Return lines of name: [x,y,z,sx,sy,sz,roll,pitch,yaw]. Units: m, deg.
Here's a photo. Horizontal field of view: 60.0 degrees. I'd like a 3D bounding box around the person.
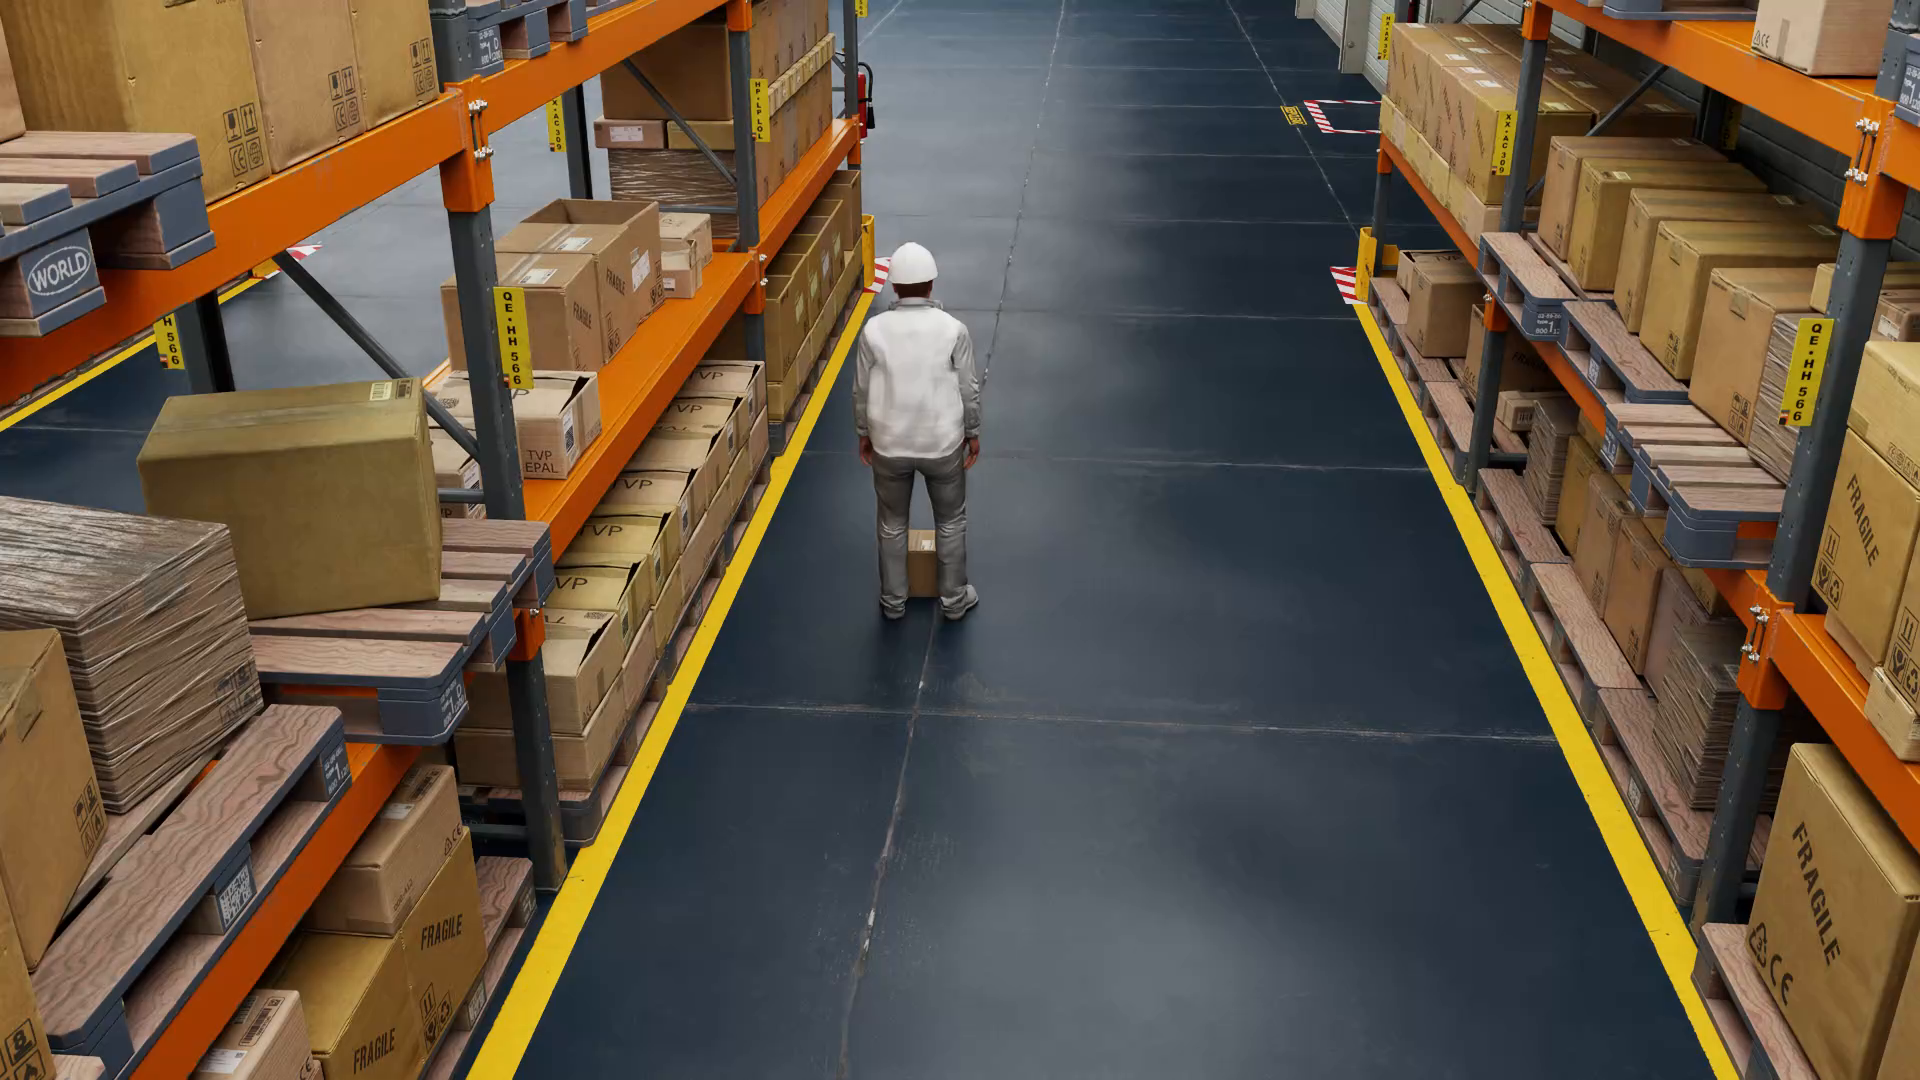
person: [-0.194,-0.469,7.608,0.578,1.770,0.462,1,24,3]
